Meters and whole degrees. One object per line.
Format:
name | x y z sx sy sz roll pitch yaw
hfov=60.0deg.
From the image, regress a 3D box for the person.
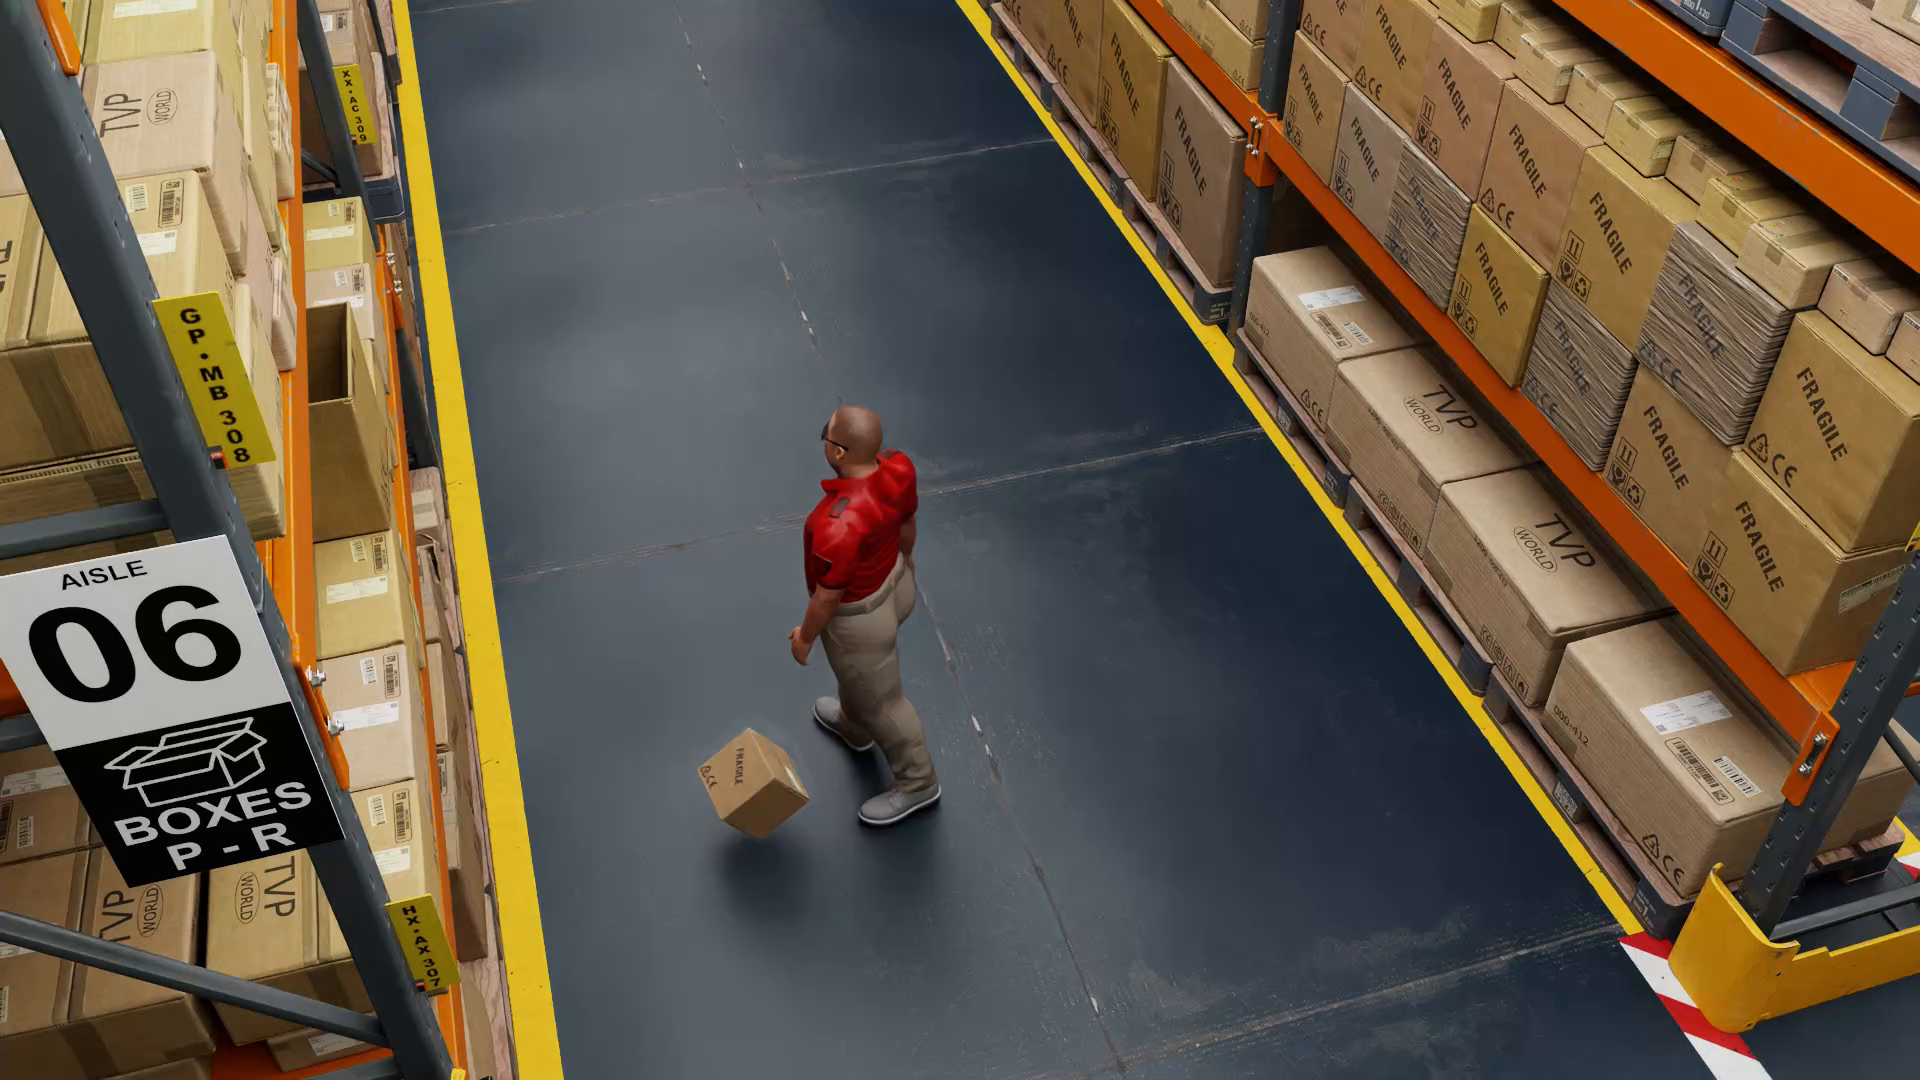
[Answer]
person | -0.338 0.219 5.929 0.661 1.720 0.640 16 44 17
